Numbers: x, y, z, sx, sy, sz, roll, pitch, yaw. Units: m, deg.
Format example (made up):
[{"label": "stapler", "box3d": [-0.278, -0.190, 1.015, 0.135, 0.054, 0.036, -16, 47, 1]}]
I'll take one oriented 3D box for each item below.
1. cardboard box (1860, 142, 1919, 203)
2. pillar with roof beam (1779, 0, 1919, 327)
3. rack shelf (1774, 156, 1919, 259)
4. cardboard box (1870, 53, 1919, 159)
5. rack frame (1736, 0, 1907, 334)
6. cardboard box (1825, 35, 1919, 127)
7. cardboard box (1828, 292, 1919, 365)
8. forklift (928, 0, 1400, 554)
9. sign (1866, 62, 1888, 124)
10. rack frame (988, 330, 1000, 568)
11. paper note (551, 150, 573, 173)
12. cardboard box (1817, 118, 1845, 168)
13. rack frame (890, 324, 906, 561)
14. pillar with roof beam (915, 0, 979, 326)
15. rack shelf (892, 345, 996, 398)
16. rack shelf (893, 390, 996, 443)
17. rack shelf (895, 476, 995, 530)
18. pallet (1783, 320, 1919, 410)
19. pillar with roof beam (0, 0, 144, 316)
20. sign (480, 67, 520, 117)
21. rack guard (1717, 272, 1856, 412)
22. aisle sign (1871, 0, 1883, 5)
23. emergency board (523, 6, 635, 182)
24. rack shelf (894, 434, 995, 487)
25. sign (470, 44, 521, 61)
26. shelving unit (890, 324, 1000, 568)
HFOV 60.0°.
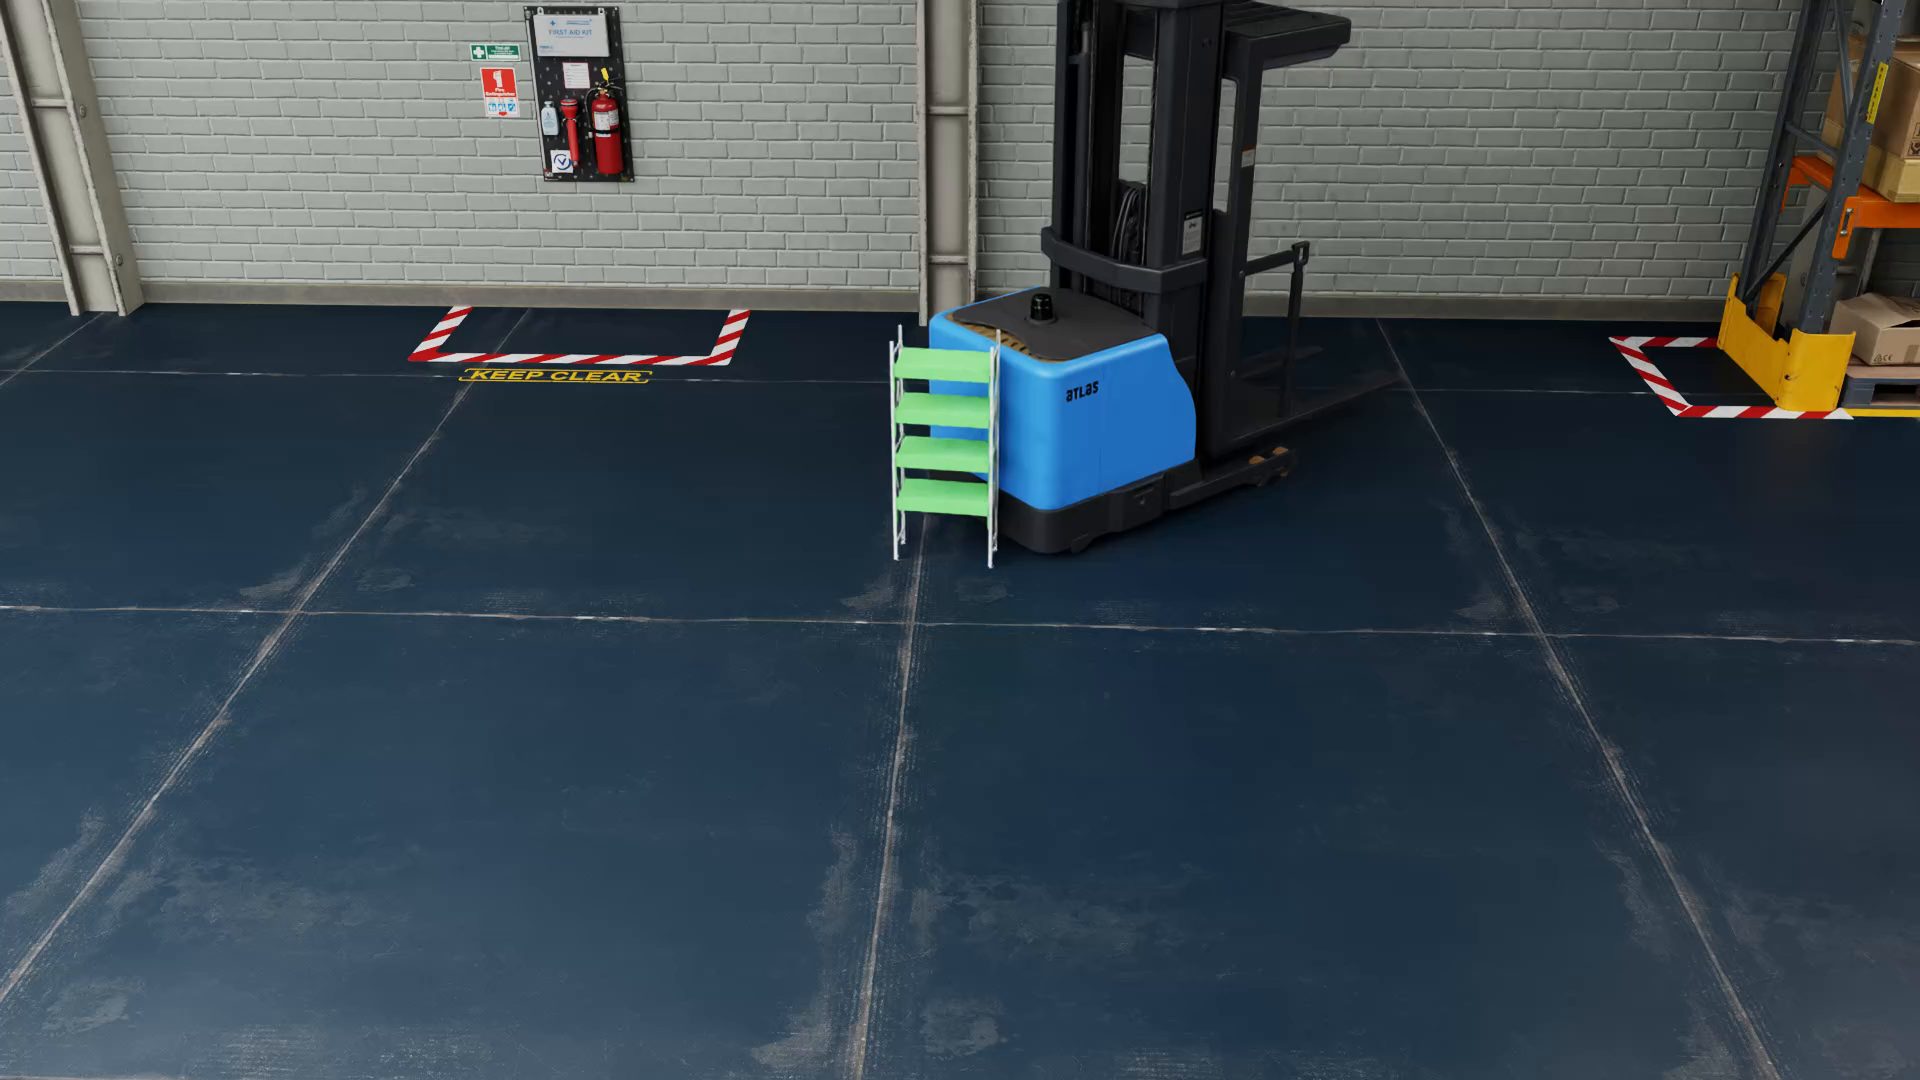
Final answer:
[{"label": "cardboard box", "box3d": [5.663, -2.177, 9.792, 0.500, 0.250, 0.500, 0, 28, 0]}, {"label": "pillar with roof beam", "box3d": [5.765, -3.420, 5.593, 0.400, 9.000, 9.100, 1, 28, 2]}, {"label": "rack shelf", "box3d": [7.185, -2.040, 10.164, 4.000, 0.370, 1.077, 1, 28, 2]}, {"label": "cardboard box", "box3d": [5.653, -2.516, 9.632, 0.500, 0.500, 0.500, 1, 28, 2]}, {"label": "rack frame", "box3d": [5.187, -2.391, 10.058, 0.127, 3.000, 1.000, 1, 28, 2]}, {"label": "cardboard box", "box3d": [5.665, -2.756, 10.085, 0.500, 0.500, 0.500, 1, 28, 1]}, {"label": "cardboard box", "box3d": [5.875, -1.344, 10.483, 0.500, 0.311, 0.500, -2, 28, -4]}, {"label": "forklift", "box3d": [1.294, -1.773, 8.964, 3.031, 2.935, 1.130, -20, 34, -33]}, {"label": "sign", "box3d": [5.168, -2.519, 9.376, 0.005, 0.325, 0.100, 1, 28, 2]}, {"label": "rack frame", "box3d": [0.170, -0.442, 8.303, 0.015, 1.200, 0.240, 4, 28, 8]}, {"label": "paper note", "box3d": [-2.722, -2.588, 11.370, 0.142, 0.148, 0.016, 1, 28, 2]}, {"label": "cardboard box", "box3d": [5.661, -2.416, 10.245, 0.500, 0.250, 0.500, 1, 28, 3]}, {"label": "rack frame", "box3d": [-0.312, -0.477, 8.368, 0.015, 1.200, 0.240, 4, 28, 8]}, {"label": "pillar with roof beam", "box3d": [-0.231, -3.519, 5.780, 0.400, 9.000, 9.100, 1, 28, 2]}, {"label": "rack shelf", "box3d": [-0.071, -0.827, 8.141, 0.480, 0.148, 0.258, 4, 28, 8]}, {"label": "rack shelf", "box3d": [-0.071, -0.615, 8.253, 0.480, 0.148, 0.258, 4, 28, 8]}, {"label": "rack shelf", "box3d": [-0.071, -0.191, 8.478, 0.480, 0.148, 0.258, 4, 28, 8]}, {"label": "pallet", "box3d": [6.073, -1.128, 10.652, 1.213, 0.211, 1.003, 1, 28, 2]}, {"label": "pillar with roof beam", "box3d": [-6.228, -3.618, 5.967, 0.400, 9.000, 9.100, 1, 28, 2]}, {"label": "sign", "box3d": [-3.097, -3.015, 11.197, 0.234, 0.329, 0.001, 1, 28, 2]}, {"label": "rack guard", "box3d": [5.263, -1.285, 10.641, 0.348, 0.500, 1.175, 1, 28, 2]}, {"label": "aisle sign", "box3d": [5.104, -3.400, 9.186, 0.004, 0.787, 0.394, 1, 28, 2]}, {"label": "emergency board", "box3d": [-2.548, -2.942, 11.097, 0.643, 1.169, 0.194, 1, 28, 2]}, {"label": "rack shelf", "box3d": [-0.071, -0.403, 8.366, 0.480, 0.148, 0.258, 4, 28, 8]}, {"label": "sign", "box3d": [-3.093, -3.245, 11.065, 0.331, 0.109, 0.001, 1, 28, 2]}, {"label": "shelving unit", "box3d": [-0.071, -0.460, 8.336, 0.503, 1.200, 0.258, 4, 28, 8]}]
